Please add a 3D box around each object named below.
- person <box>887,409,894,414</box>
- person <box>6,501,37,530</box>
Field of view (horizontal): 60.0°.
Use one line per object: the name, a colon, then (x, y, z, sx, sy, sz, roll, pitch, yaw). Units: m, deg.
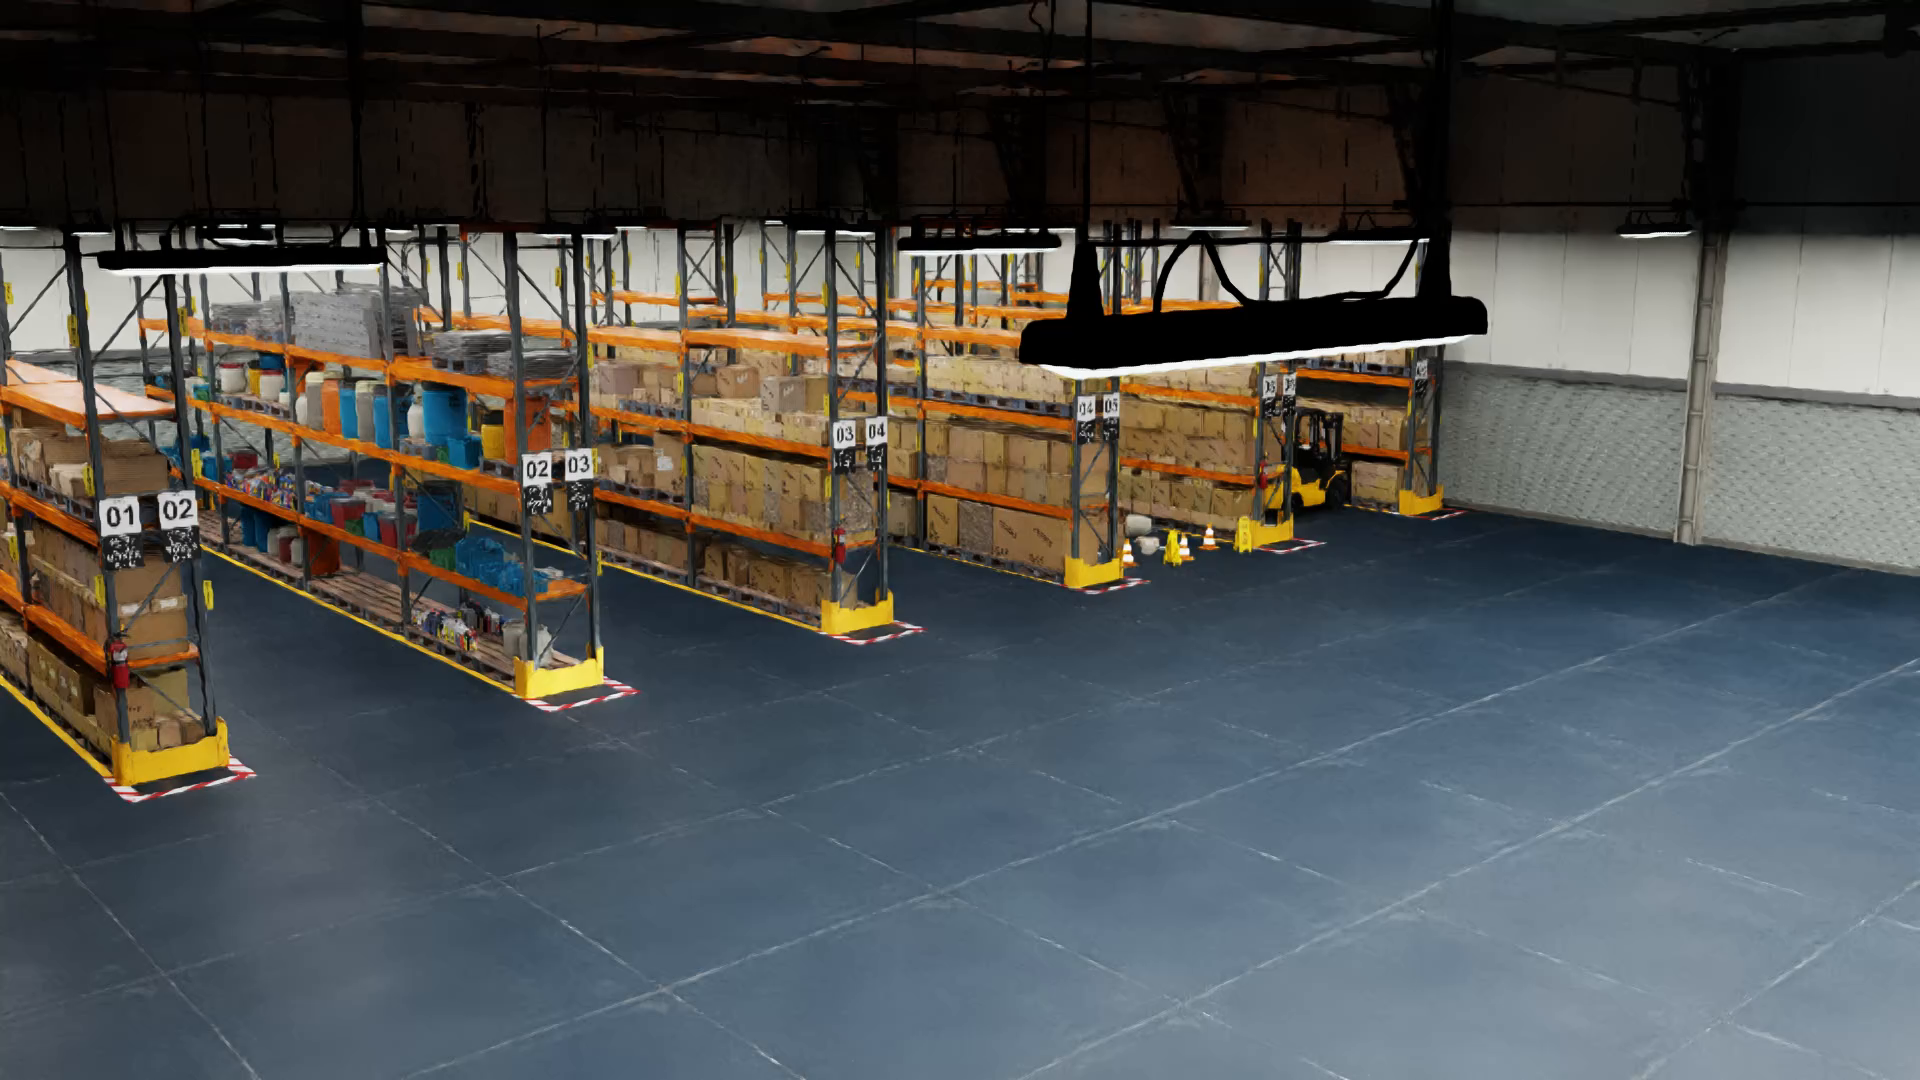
person: (-1.612, -2.071, 37.552, 0.589, 1.782, 0.676, -4, 12, -19)
person: (-16.364, -0.263, 29.158, 0.592, 1.604, 0.513, -11, 16, -43)
